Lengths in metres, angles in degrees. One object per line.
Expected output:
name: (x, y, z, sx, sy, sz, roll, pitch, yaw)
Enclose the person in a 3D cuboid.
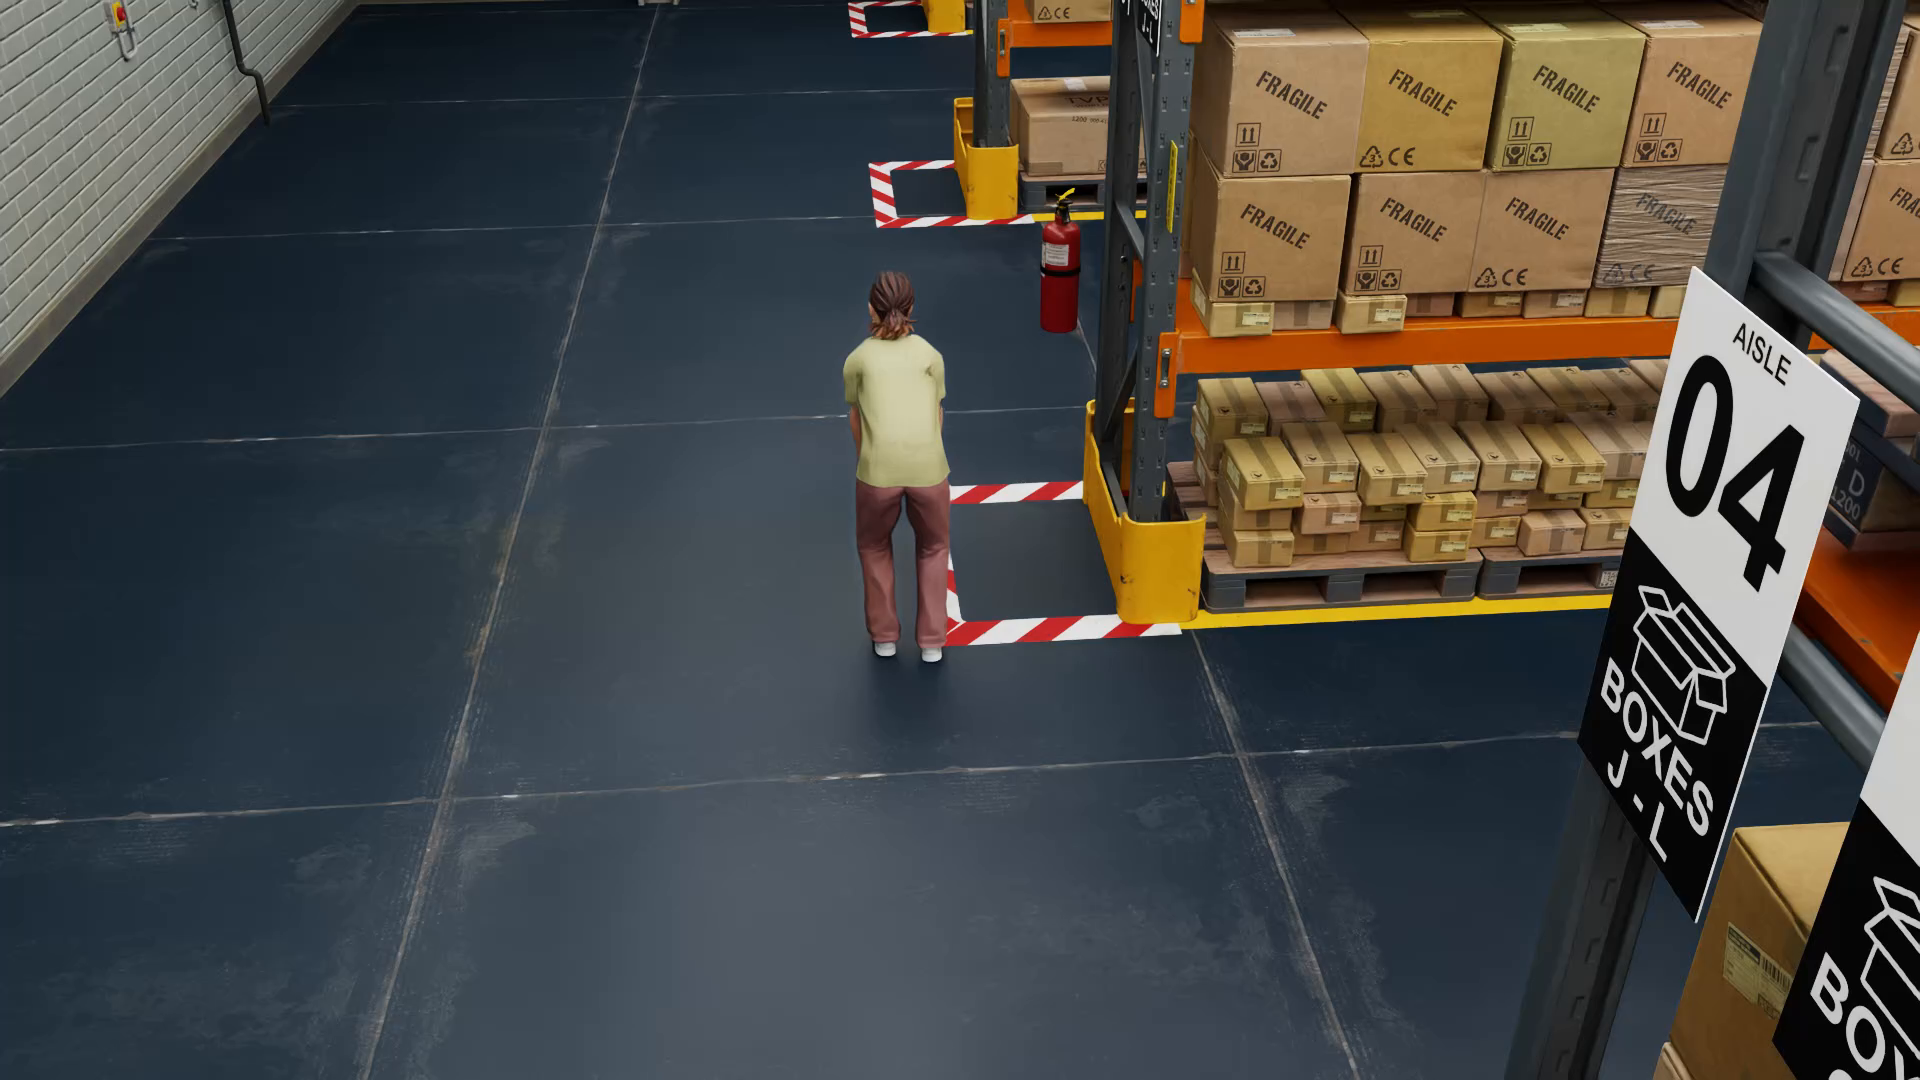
person: (-0.248, -0.278, 6.671, 0.409, 1.601, 0.551, -3, 31, -5)
